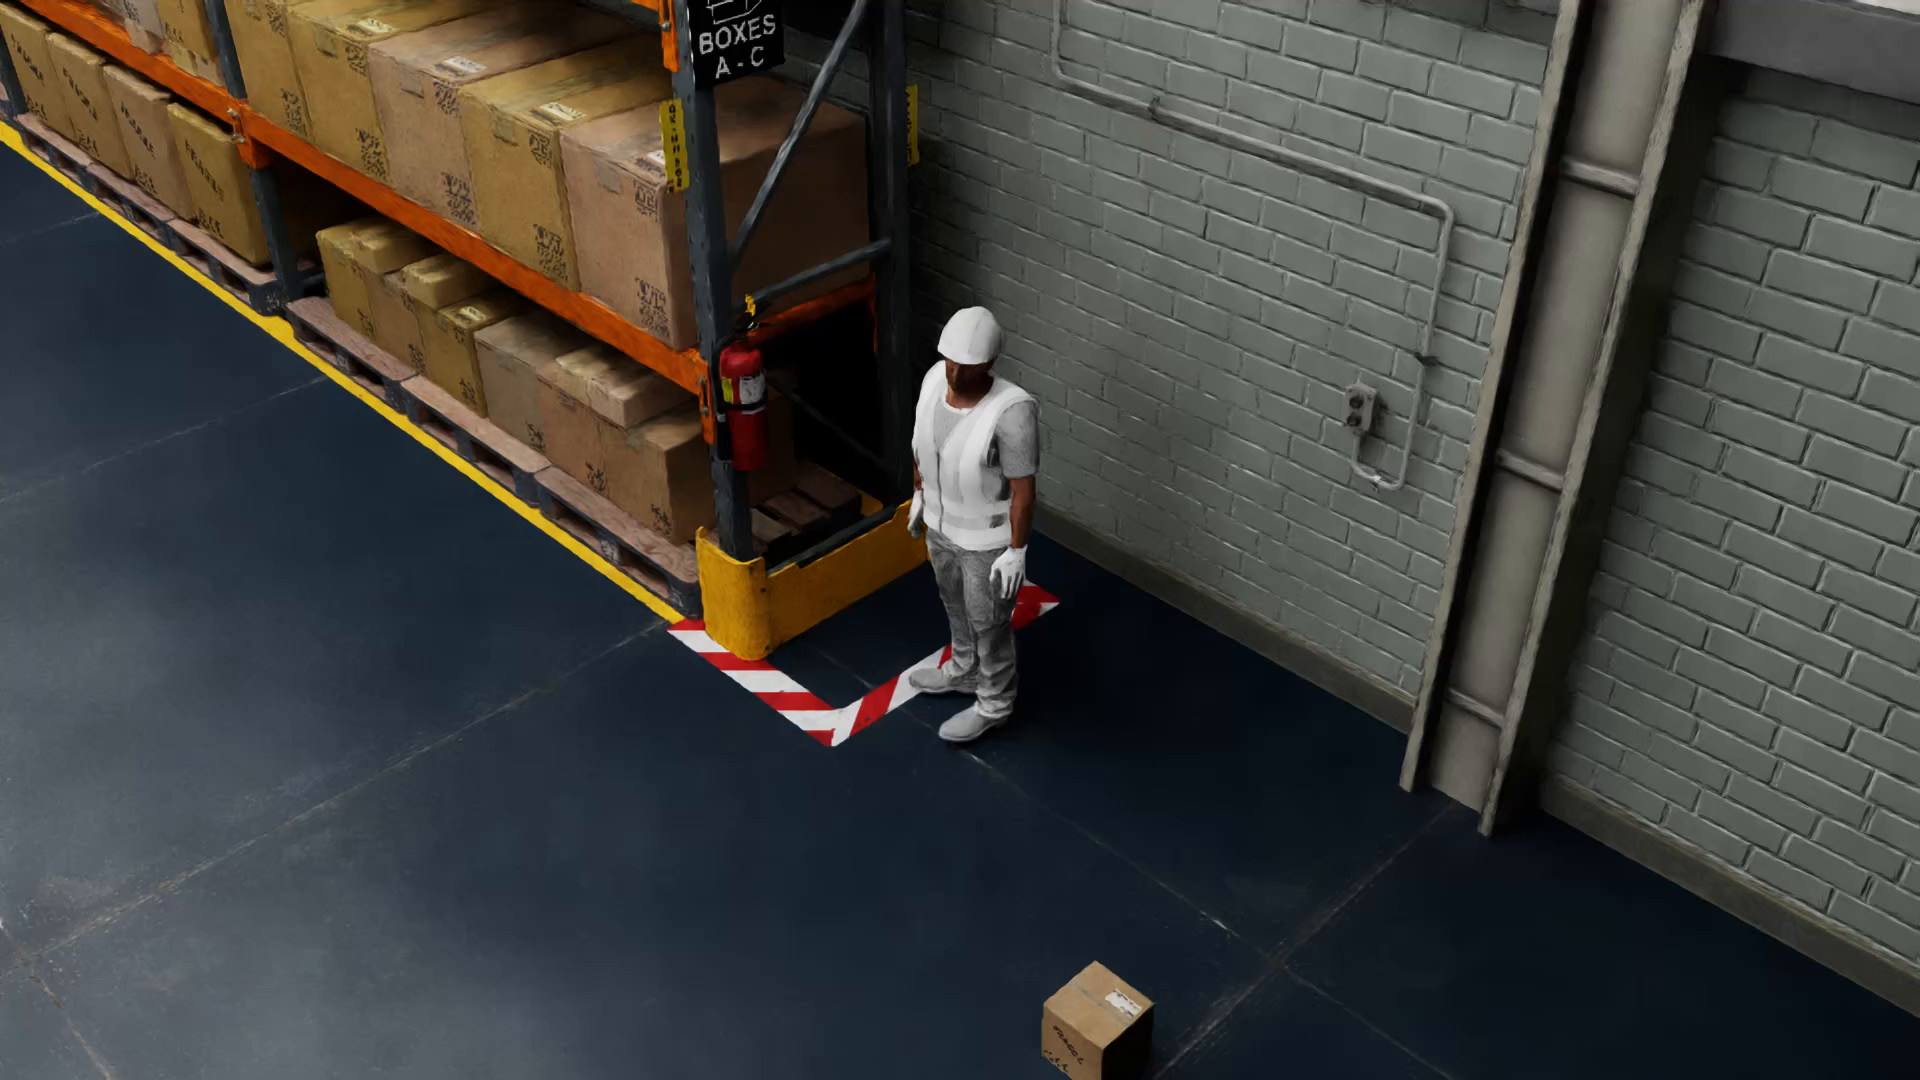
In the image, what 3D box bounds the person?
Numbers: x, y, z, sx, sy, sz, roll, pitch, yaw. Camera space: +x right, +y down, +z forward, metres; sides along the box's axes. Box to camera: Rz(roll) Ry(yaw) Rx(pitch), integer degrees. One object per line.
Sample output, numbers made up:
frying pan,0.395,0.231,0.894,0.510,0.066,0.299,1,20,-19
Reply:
person,0.024,-0.042,6.141,0.391,1.786,0.638,-25,42,-31
